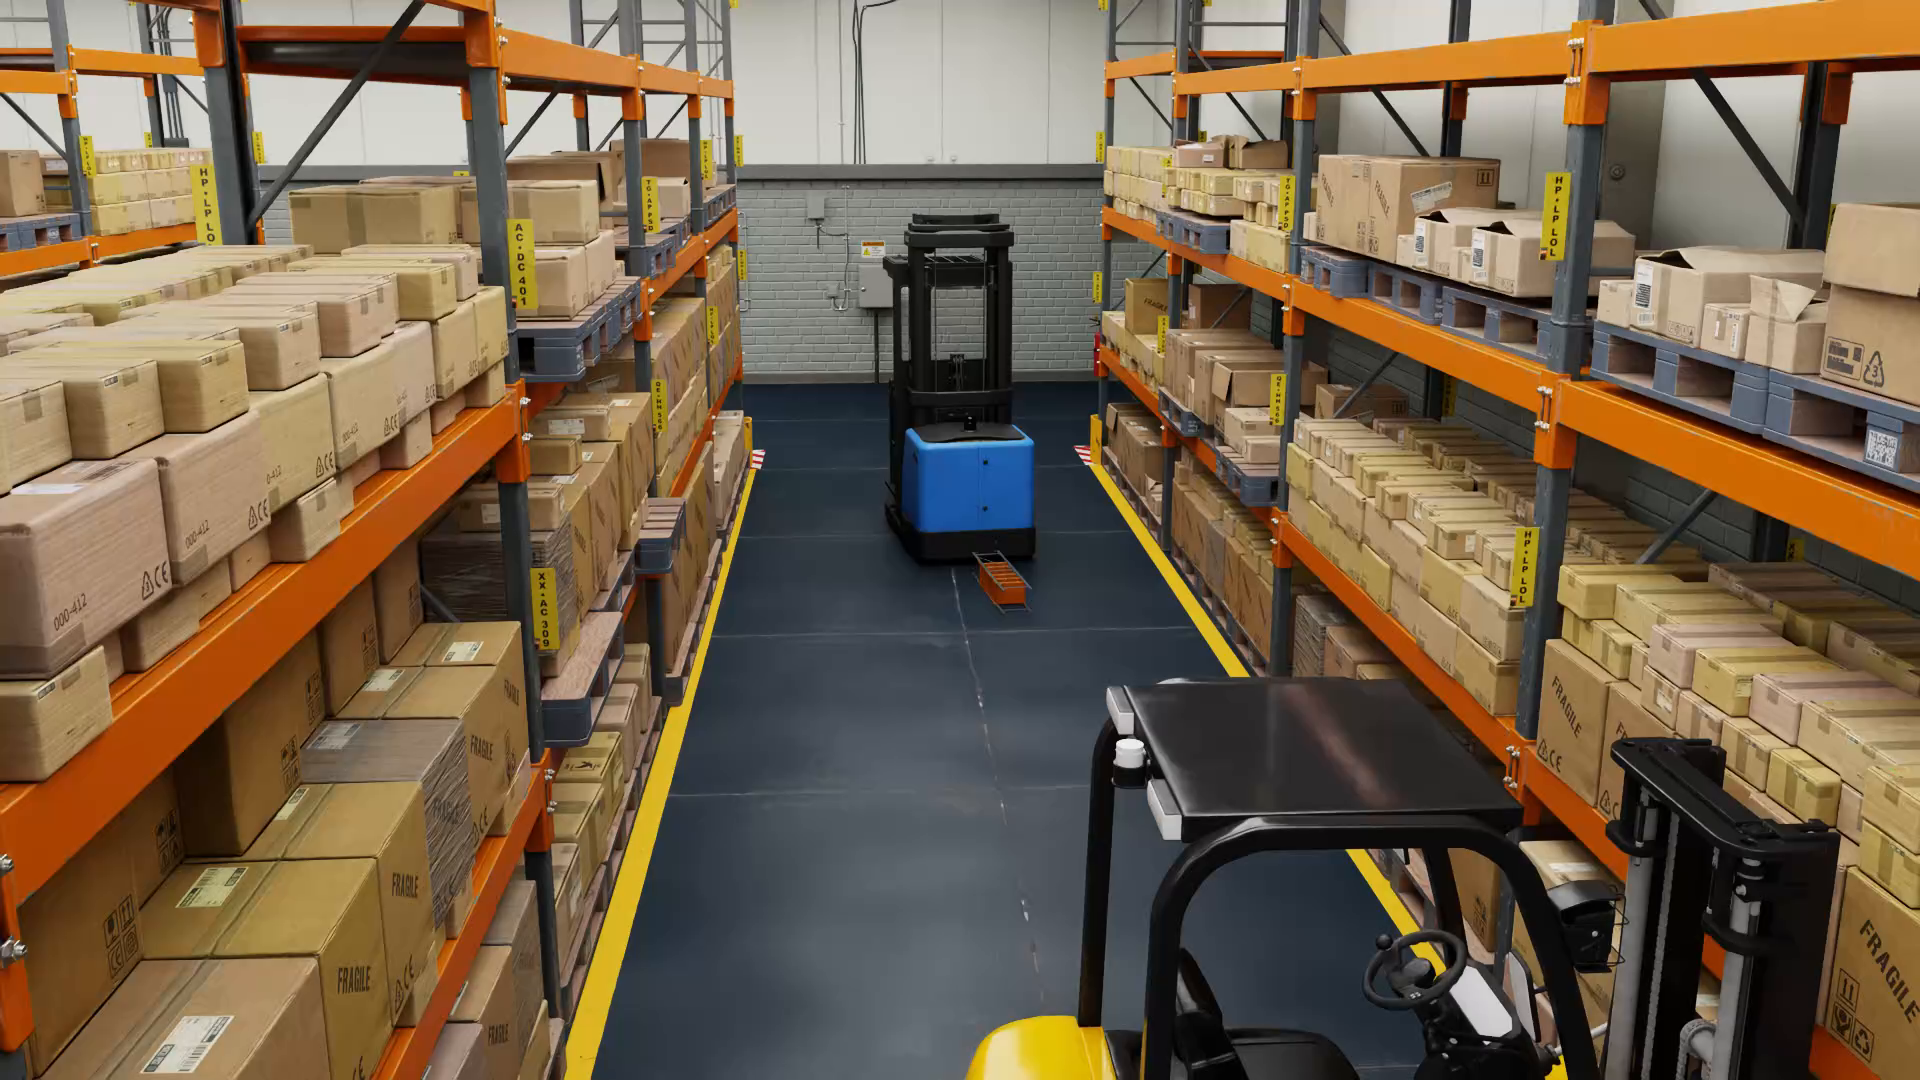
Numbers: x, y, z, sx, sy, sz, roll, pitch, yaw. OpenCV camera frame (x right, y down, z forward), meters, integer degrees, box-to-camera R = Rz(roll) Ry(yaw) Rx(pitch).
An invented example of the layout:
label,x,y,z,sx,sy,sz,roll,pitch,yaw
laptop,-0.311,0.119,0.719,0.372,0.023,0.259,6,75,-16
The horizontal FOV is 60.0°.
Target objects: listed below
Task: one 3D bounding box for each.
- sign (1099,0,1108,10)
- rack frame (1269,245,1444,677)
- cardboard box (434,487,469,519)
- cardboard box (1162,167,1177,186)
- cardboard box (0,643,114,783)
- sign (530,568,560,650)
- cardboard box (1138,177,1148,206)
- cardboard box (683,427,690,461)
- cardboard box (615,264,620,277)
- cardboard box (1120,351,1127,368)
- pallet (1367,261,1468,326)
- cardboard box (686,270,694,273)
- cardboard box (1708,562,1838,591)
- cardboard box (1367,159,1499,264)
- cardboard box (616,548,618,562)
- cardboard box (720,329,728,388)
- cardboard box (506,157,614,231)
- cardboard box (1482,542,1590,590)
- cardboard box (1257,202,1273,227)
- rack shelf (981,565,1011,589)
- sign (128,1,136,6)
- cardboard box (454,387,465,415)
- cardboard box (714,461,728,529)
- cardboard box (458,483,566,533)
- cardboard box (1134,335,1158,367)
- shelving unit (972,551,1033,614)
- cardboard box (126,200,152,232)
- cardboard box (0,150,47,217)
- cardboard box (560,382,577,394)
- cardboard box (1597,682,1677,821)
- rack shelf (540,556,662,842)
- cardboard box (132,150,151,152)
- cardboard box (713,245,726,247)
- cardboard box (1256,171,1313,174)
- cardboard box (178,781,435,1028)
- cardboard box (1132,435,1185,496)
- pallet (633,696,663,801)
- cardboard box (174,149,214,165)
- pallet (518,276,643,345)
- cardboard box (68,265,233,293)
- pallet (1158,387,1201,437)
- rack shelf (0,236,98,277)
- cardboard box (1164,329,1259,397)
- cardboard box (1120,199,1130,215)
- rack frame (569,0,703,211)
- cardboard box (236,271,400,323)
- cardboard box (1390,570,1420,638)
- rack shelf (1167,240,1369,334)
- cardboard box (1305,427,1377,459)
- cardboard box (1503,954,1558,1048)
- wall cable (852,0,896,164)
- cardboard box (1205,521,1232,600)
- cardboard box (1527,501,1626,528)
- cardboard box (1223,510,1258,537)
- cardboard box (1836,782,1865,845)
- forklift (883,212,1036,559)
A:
label,x,y,z,sx,sy,sz,roll,pitch,yaw
sign,1.514,-5.752,17.512,0.100,0.325,0.005,-1,14,-3
rack frame,2.552,-0.374,10.686,1.000,3.000,0.127,-1,14,-3
cardboard box,-2.444,0.067,7.328,0.500,0.500,0.500,-1,14,-3
cardboard box,1.885,-3.015,13.793,0.380,0.149,0.250,0,14,-2
cardboard box,-1.603,0.274,2.649,0.380,0.149,0.250,-1,14,-3
sign,-1.613,0.268,6.450,0.100,0.325,0.005,-1,14,-3
cardboard box,1.961,-3.266,15.609,0.500,0.250,0.500,-1,14,-2
cardboard box,-2.292,-0.731,12.371,0.500,0.250,0.500,-1,14,-3
cardboard box,-2.150,-1.491,9.510,0.380,0.149,0.250,-1,14,-3
cardboard box,1.833,-1.835,16.867,0.380,0.149,0.250,-1,14,-5
pallet,2.755,-1.290,8.604,1.003,0.211,1.213,0,14,-1
cardboard box,-2.443,-2.284,14.600,0.380,0.149,0.250,-1,14,-3
cardboard box,3.121,0.188,6.398,0.380,0.149,0.250,-1,14,-3
cardboard box,2.416,-1.690,8.536,0.500,0.500,0.500,-1,14,-2
cardboard box,-1.972,0.083,8.567,0.380,0.149,0.250,-1,14,-5
cardboard box,-2.469,-1.710,15.675,0.500,0.500,0.500,-1,14,-3
cardboard box,-2.653,-2.245,10.891,0.700,0.500,0.500,-2,15,-6
cardboard box,2.523,0.112,7.291,0.380,0.149,0.250,-1,14,-4
cardboard box,2.243,-2.224,11.354,0.380,0.149,0.250,-1,14,-3
rack shelf,0.301,0.294,13.718,0.258,0.180,0.103,-3,15,-11
sign,-8.374,-5.573,16.816,0.100,0.325,0.005,-1,14,-3
cardboard box,-1.903,-0.495,5.639,0.380,0.149,0.250,-1,14,-3
cardboard box,-2.582,-0.412,15.131,0.875,0.438,0.875,-1,14,-4
cardboard box,-1.831,-0.135,6.811,0.380,0.149,0.250,-1,14,-4
cardboard box,1.965,-1.812,15.977,0.500,0.250,0.500,-1,14,-4
shelving unit,0.333,0.334,13.562,0.258,0.189,1.200,-3,15,-11
cardboard box,-7.390,-2.814,14.448,0.500,0.250,0.500,-1,14,-4
cardboard box,-7.671,-2.799,13.044,0.700,0.500,0.500,-1,14,-3
cardboard box,-2.695,-0.954,10.731,0.500,0.500,0.500,-1,14,-5
cardboard box,2.615,0.816,5.860,0.500,0.500,0.500,-1,14,-2
rack shelf,-2.278,0.549,8.541,1.077,0.370,4.000,-1,14,-3
cardboard box,-7.962,-3.661,15.937,0.380,0.149,0.250,0,14,-2
cardboard box,-2.636,-2.984,17.320,0.380,0.149,0.250,-1,14,-2
cardboard box,2.499,-2.767,12.828,0.380,0.149,0.250,-1,14,-5
cardboard box,-1.767,0.996,4.560,0.500,0.500,0.500,-1,14,-5
cardboard box,2.078,-0.732,16.249,0.700,0.500,0.500,-1,14,-6
pallet,-2.355,1.248,9.976,1.003,0.211,1.213,-1,14,-3
cardboard box,-7.460,-3.731,16.210,0.380,0.149,0.250,-1,14,-3
pallet,-2.154,-1.077,7.773,1.213,0.211,1.003,-1,14,-3
cardboard box,-2.419,-0.740,4.991,0.380,0.149,0.250,-1,14,-4
pallet,2.244,-1.076,13.797,1.003,0.211,1.213,-1,14,-3
rack shelf,-7.460,-1.797,11.639,1.077,0.370,4.000,-1,14,-3
cardboard box,2.111,-1.497,14.006,0.700,0.500,0.500,-1,14,-2
cardboard box,1.821,-3.355,16.753,0.380,0.149,0.250,-1,14,-4
rack frame,-2.650,-4.197,13.503,1.000,3.000,0.127,-1,14,-3
cardboard box,-1.837,-0.685,4.777,0.380,0.149,0.250,-1,14,-5
cardboard box,2.470,0.323,8.277,0.500,0.250,0.500,-1,14,-3
rack shelf,2.428,-1.976,12.335,1.077,0.370,4.000,-1,14,-3
cardboard box,2.295,-0.587,10.009,0.380,0.149,0.250,-1,14,-2
cardboard box,2.499,1.874,6.622,0.500,0.250,0.500,-1,14,-3
wall cable,0.002,-6.665,23.019,2.988,3.039,0.133,-1,14,-3
cardboard box,2.204,0.147,12.832,0.500,0.500,0.500,-1,14,-5
cardboard box,2.986,-0.088,8.070,0.380,0.149,0.250,-1,14,-3
cardboard box,2.214,-0.131,12.610,0.380,0.149,0.250,-2,15,-6
cardboard box,2.717,0.789,4.663,0.380,0.149,0.250,-1,14,-4
forklift,-0.112,-1.573,15.480,1.130,2.935,3.031,-3,15,-10
